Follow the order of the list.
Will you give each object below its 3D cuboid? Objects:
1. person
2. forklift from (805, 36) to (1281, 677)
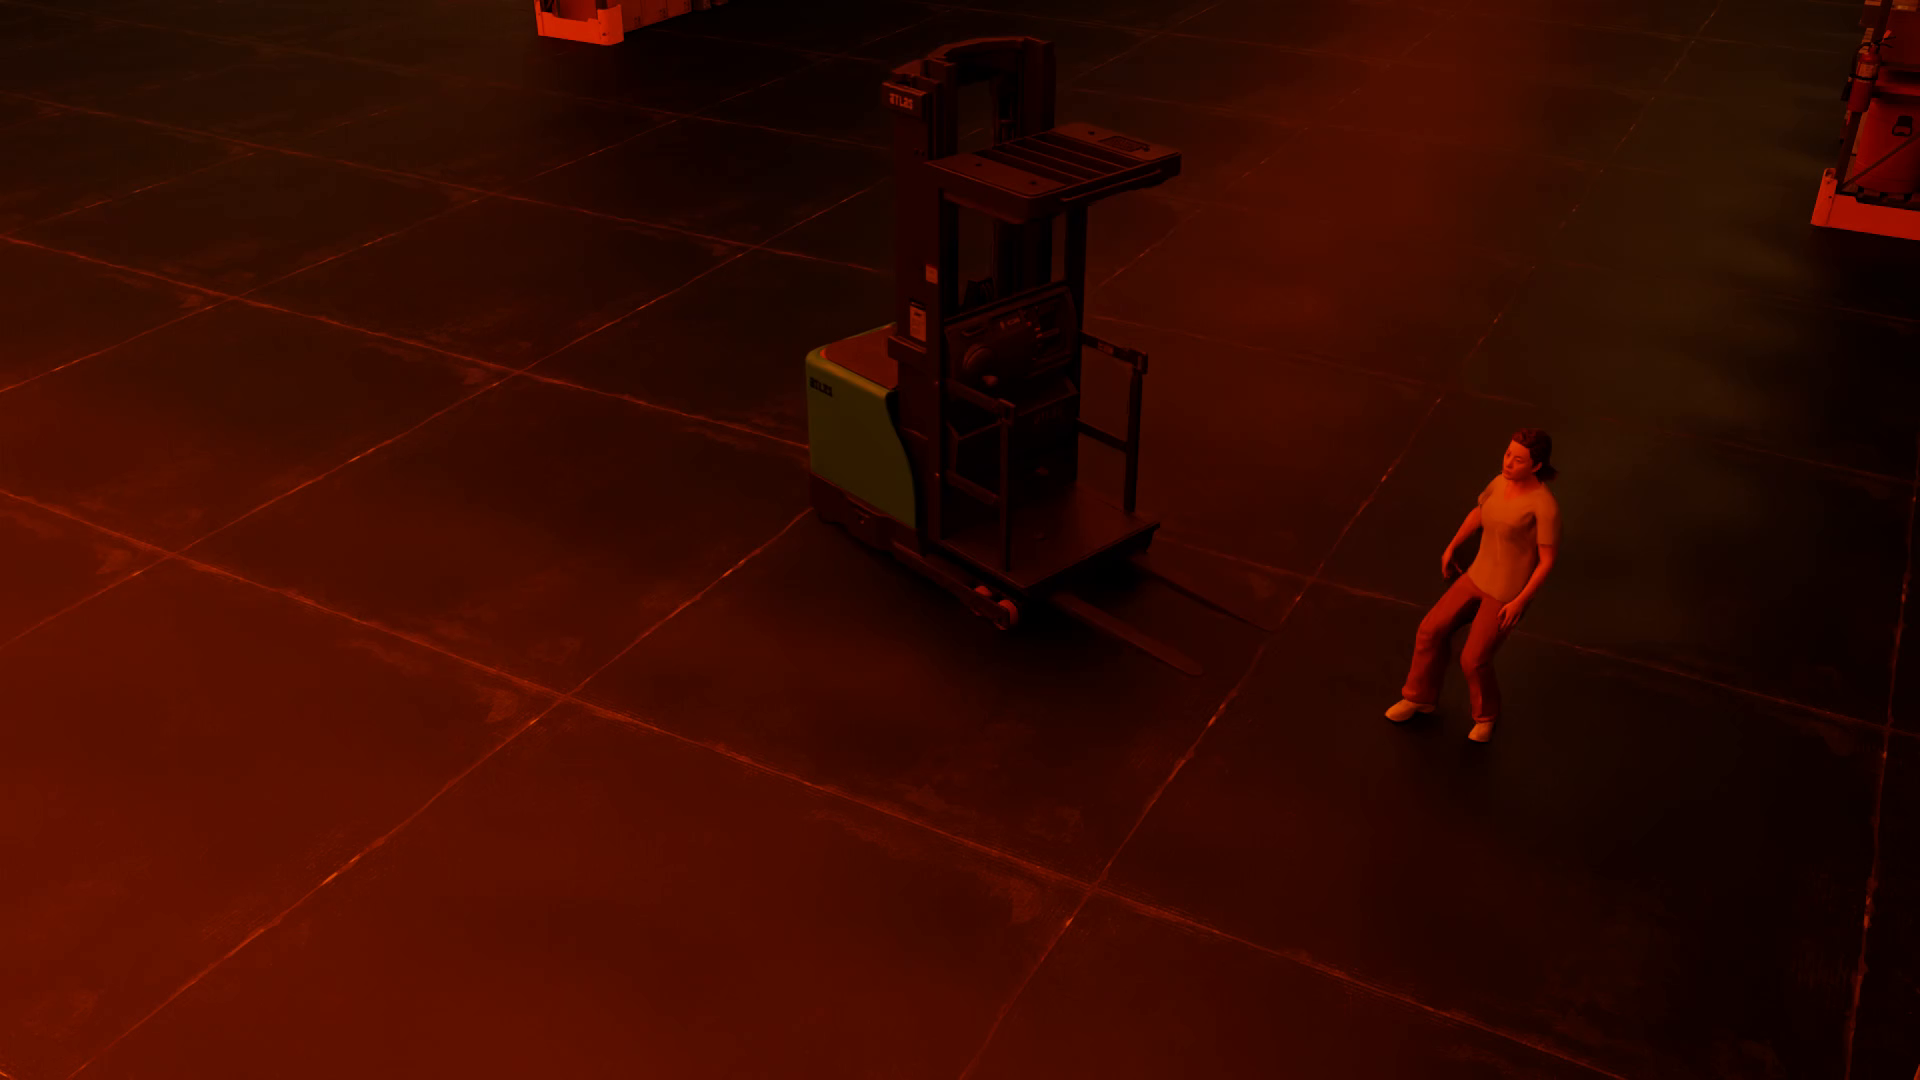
[{"bbox_3d":[2.482,0.218,8.002,0.622,1.635,0.622,-10,32,-17],"label":"person"},{"bbox_3d":[0.429,-1.062,8.910,1.130,2.935,3.031,-24,38,-35],"label":"forklift"}]
